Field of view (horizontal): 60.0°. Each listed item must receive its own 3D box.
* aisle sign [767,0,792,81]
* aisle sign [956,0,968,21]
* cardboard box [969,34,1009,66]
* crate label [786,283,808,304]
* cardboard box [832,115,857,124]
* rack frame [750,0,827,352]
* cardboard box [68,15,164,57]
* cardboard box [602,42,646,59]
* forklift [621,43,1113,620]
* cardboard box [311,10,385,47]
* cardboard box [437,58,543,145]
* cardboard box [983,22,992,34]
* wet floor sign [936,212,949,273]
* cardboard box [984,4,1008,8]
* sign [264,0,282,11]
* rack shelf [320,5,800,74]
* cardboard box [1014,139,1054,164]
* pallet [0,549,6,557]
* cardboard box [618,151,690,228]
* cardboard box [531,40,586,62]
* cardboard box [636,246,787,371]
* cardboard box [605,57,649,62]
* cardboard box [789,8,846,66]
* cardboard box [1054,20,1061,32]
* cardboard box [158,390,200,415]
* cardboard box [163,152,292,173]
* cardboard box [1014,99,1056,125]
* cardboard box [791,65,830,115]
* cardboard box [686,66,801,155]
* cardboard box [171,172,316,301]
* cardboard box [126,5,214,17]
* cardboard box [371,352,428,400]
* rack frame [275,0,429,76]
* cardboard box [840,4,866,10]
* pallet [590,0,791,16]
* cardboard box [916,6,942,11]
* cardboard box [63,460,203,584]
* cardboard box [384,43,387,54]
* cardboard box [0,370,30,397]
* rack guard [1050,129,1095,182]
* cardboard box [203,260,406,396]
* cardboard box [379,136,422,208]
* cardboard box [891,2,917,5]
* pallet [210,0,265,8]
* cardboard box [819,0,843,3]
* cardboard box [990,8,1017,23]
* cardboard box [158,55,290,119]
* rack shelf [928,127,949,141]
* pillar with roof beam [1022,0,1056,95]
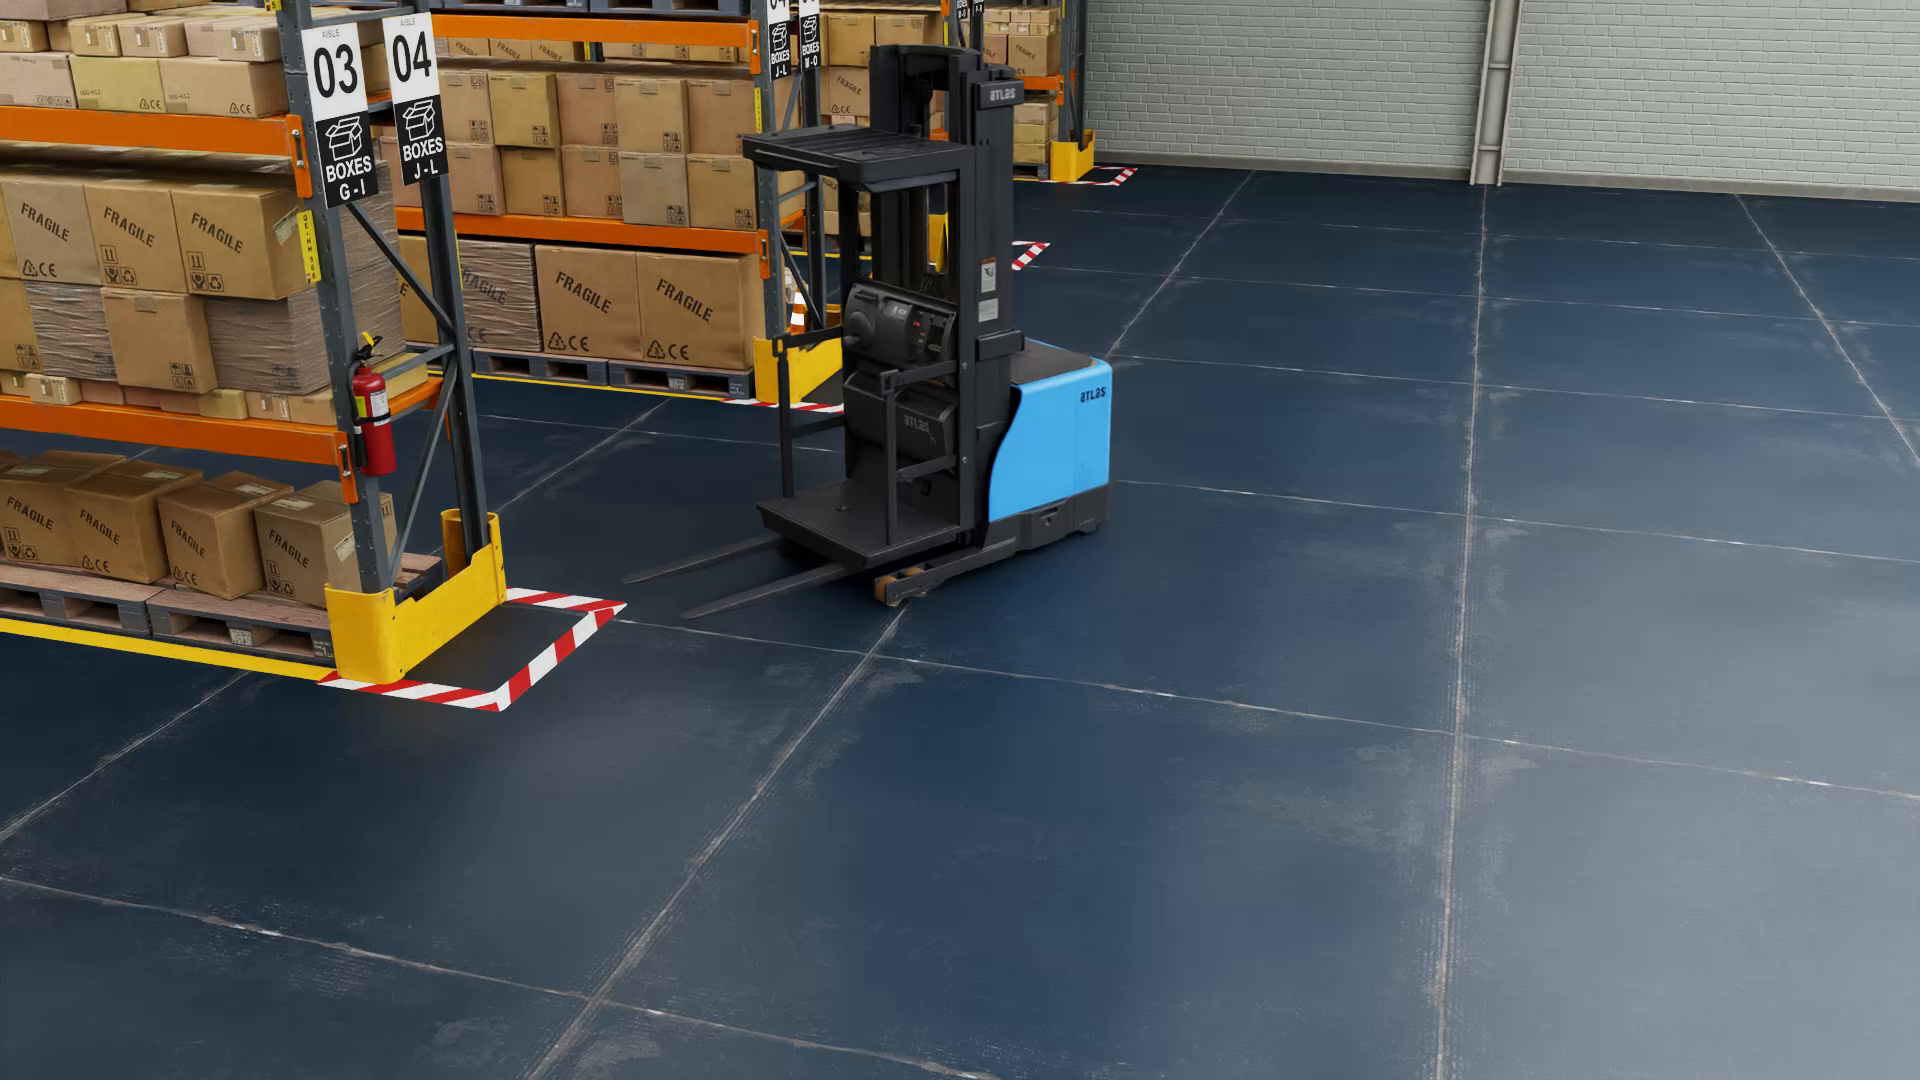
[{"bbox_3d":[-1.309,-3.744,12.020,0.004,0.787,0.394,7,23,16],"label":"aisle sign"},{"bbox_3d":[0.018,-5.558,16.442,0.004,0.787,0.394,7,23,16],"label":"aisle sign"},{"bbox_3d":[0.432,-6.337,21.634,0.500,0.500,0.500,7,23,17],"label":"cardboard box"},{"bbox_3d":[-1.507,-2.345,15.806,0.298,0.136,0.250,-5,23,-12],"label":"crate label"},{"bbox_3d":[-1.146,-4.355,17.266,0.250,0.149,0.380,7,23,16],"label":"cardboard box"},{"bbox_3d":[-1.290,-2.658,12.798,0.127,3.000,1.000,7,23,16],"label":"rack frame"},{"bbox_3d":[-3.932,-2.367,7.808,0.250,0.149,0.380,7,23,16],"label":"cardboard box"},{"bbox_3d":[-3.428,-5.426,17.703,0.500,0.500,0.700,6,23,15],"label":"cardboard box"},{"bbox_3d":[-0.505,-1.207,9.351,3.031,2.935,1.130,-18,28,-37],"label":"forklift"},{"bbox_3d":[-3.017,-2.484,8.093,0.250,0.149,0.380,6,23,15],"label":"cardboard box"},{"bbox_3d":[-3.739,-3.485,13.194,0.550,0.550,0.875,7,23,16],"label":"cardboard box"},{"bbox_3d":[0.342,-6.653,21.551,0.250,0.149,0.380,6,23,15],"label":"cardboard box"},{"bbox_3d":[-0.085,-2.969,16.657,0.232,0.644,0.267,16,27,34],"label":"wet floor sign"},{"bbox_3d":[0.483,-6.967,21.924,0.250,0.149,0.380,7,23,16],"label":"cardboard box"},{"bbox_3d":[-2.999,-2.465,7.208,0.005,0.325,0.100,7,23,16],"label":"sign"},{"bbox_3d":[-3.205,-3.932,12.899,4.000,0.370,1.077,7,23,16],"label":"rack shelf"},{"bbox_3d":[0.932,-5.130,21.895,0.500,0.250,0.500,7,23,16],"label":"cardboard box"},{"bbox_3d":[-5.996,0.045,9.881,1.213,0.211,1.003,7,23,16],"label":"pallet"},{"bbox_3d":[-2.192,-2.804,12.956,0.550,0.550,0.875,7,23,16],"label":"cardboard box"},{"bbox_3d":[-4.295,-5.252,18.043,0.500,0.500,0.500,6,23,15],"label":"cardboard box"},{"bbox_3d":[-1.959,-1.920,13.244,0.875,0.875,0.875,7,23,16],"label":"cardboard box"},{"bbox_3d":[-3.446,-4.941,17.838,0.500,0.500,0.500,6,23,15],"label":"cardboard box"},{"bbox_3d":[-1.510,-5.168,17.074,0.500,0.500,0.700,6,23,15],"label":"cardboard box"},{"bbox_3d":[1.223,-6.749,21.785,0.250,0.149,0.380,6,23,14],"label":"cardboard box"},{"bbox_3d":[-3.881,-0.776,8.541,0.250,0.149,0.380,7,23,16],"label":"cardboard box"},{"bbox_3d":[-3.744,-1.730,8.694,0.500,0.500,0.500,7,23,16],"label":"cardboard box"},{"bbox_3d":[0.942,-5.593,21.706,0.500,0.250,0.500,7,23,17],"label":"cardboard box"},{"bbox_3d":[-1.513,-4.724,17.309,0.500,0.500,0.500,6,23,15],"label":"cardboard box"},{"bbox_3d":[-1.635,-3.282,12.698,0.550,0.550,0.875,7,23,16],"label":"cardboard box"},{"bbox_3d":[-3.418,-1.484,8.094,0.500,0.500,0.500,7,23,16],"label":"cardboard box"},{"bbox_3d":[-3.986,-2.614,8.411,0.250,0.149,0.380,6,23,15],"label":"cardboard box"},{"bbox_3d":[-3.024,-0.869,8.766,0.250,0.149,0.380,7,23,16],"label":"cardboard box"},{"bbox_3d":[-2.820,-3.643,7.293,0.127,3.000,1.000,7,23,16],"label":"rack frame"},{"bbox_3d":[-1.397,-6.965,21.919,0.250,0.149,0.380,7,23,17],"label":"cardboard box"},{"bbox_3d":[-2.004,-4.082,12.434,1.213,0.211,1.003,7,23,16],"label":"pallet"},{"bbox_3d":[-0.401,-6.884,21.722,0.250,0.149,0.380,7,23,16],"label":"cardboard box"},{"bbox_3d":[-4.589,-0.108,9.321,0.500,0.500,0.500,9,24,20],"label":"cardboard box"},{"bbox_3d":[-6.241,-5.479,18.598,0.500,0.500,0.500,7,23,16],"label":"cardboard box"},{"bbox_3d":[-4.838,-0.886,8.808,0.250,0.149,0.380,7,23,16],"label":"cardboard box"},{"bbox_3d":[1.496,-5.112,22.075,0.348,0.500,1.175,7,23,16],"label":"rack guard"},{"bbox_3d":[-3.339,-1.121,8.527,0.500,0.500,0.875,7,23,16],"label":"cardboard box"},{"bbox_3d":[-4.230,-3.078,13.623,0.550,0.550,0.875,7,23,16],"label":"cardboard box"},{"bbox_3d":[-0.747,-7.117,22.289,0.250,0.149,0.380,6,23,15],"label":"cardboard box"},{"bbox_3d":[-6.012,-4.478,13.535,1.217,0.209,0.805,6,23,13],"label":"pallet"},{"bbox_3d":[-1.735,-7.226,22.556,0.250,0.149,0.380,6,23,14],"label":"cardboard box"},{"bbox_3d":[0.566,-6.753,21.402,0.250,0.149,0.380,7,23,17],"label":"cardboard box"},{"bbox_3d":[-3.355,-2.146,7.794,0.500,0.250,0.500,7,23,17],"label":"cardboard box"},{"bbox_3d":[-1.872,-4.354,17.880,4.000,0.370,1.077,7,23,16],"label":"rack shelf"},{"bbox_3d":[-0.177,-7.887,17.639,0.400,9.000,9.100,7,23,16],"label":"pillar with roof beam"}]
